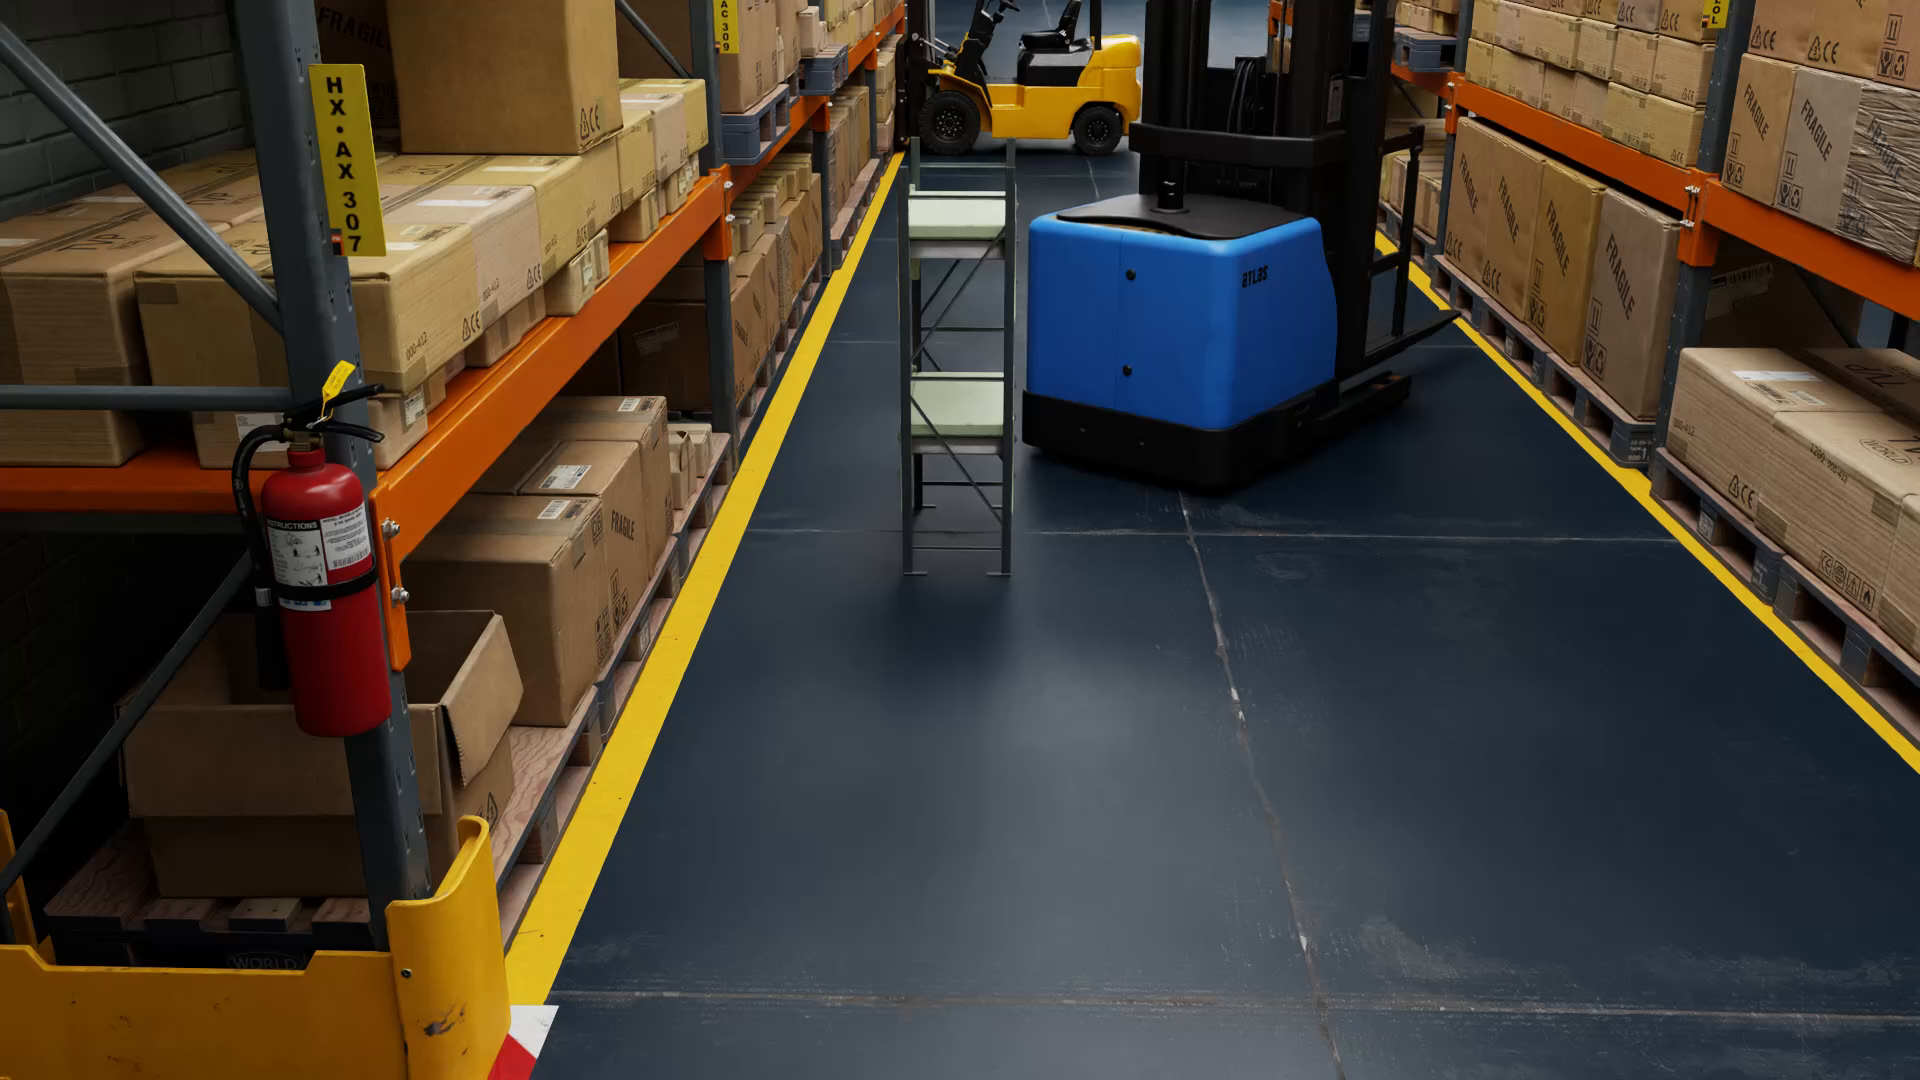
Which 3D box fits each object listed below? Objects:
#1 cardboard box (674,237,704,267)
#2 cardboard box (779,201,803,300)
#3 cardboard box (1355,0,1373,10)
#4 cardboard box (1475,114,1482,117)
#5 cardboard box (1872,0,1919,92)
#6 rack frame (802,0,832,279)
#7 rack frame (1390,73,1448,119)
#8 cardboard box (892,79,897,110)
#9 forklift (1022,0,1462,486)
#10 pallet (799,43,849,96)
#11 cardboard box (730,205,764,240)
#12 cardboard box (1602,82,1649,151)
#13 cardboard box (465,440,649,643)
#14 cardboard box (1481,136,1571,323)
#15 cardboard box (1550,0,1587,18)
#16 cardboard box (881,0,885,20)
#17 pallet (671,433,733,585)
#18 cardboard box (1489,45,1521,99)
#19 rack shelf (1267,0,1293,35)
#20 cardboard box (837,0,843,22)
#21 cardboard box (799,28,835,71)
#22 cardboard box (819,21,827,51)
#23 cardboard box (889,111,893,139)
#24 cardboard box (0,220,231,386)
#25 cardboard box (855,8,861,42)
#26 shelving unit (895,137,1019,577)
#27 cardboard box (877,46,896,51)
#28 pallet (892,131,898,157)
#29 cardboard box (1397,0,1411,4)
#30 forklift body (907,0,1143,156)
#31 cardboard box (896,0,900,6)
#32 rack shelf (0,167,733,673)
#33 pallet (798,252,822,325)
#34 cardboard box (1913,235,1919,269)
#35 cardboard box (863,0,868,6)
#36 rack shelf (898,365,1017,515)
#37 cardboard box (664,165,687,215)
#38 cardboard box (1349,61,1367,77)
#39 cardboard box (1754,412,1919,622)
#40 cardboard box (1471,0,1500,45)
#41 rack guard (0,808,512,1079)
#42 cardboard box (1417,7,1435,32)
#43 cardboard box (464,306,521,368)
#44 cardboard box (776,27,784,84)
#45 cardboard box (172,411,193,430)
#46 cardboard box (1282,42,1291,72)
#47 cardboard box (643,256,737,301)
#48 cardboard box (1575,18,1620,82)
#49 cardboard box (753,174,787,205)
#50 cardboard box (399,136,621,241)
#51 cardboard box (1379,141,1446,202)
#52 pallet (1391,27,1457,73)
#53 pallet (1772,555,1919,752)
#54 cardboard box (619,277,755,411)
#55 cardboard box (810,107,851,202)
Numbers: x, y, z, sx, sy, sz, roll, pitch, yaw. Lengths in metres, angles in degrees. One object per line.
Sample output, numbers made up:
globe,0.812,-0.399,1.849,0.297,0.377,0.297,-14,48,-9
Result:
cardboard box,-1.260,-1.297,7.292,0.380,0.149,0.250,0,21,1
cardboard box,-1.191,-1.649,9.508,0.500,0.500,0.500,2,21,4
cardboard box,3.380,-4.330,13.307,0.380,0.149,0.250,1,21,3
cardboard box,5.122,-3.746,15.488,0.500,0.500,0.500,18,27,38
cardboard box,3.180,-1.620,5.038,0.500,0.500,0.500,1,21,3
rack frame,-1.354,-3.144,10.486,1.000,3.000,0.127,1,21,2
rack frame,3.729,-4.537,14.076,1.000,3.000,0.127,1,21,2
cardboard box,-0.869,-4.273,15.924,0.500,0.250,0.500,0,21,1
forklift,1.576,-2.059,7.783,1.130,2.935,3.031,16,26,35
pallet,-1.305,-2.809,9.887,1.213,0.211,1.003,1,21,2
cardboard box,-1.222,-1.631,8.563,0.380,0.149,0.250,1,21,4
cardboard box,3.264,-1.924,7.548,0.500,0.250,0.500,0,21,1
cardboard box,-1.303,-0.001,5.260,0.500,0.500,0.500,1,21,3
cardboard box,3.472,-1.725,9.185,0.875,0.875,0.875,1,21,2
cardboard box,3.292,-2.880,8.283,0.500,0.500,0.500,1,21,2
cardboard box,-0.959,-4.983,15.087,0.500,0.500,0.500,1,21,3
pallet,-1.498,-0.150,6.623,1.003,0.211,1.213,1,21,2
cardboard box,3.343,-2.661,9.448,0.500,0.250,0.500,0,21,0
rack shelf,3.790,-4.925,16.070,1.077,0.370,4.000,1,21,2
cardboard box,-1.080,-3.646,11.296,0.500,0.250,0.500,1,21,3
cardboard box,-1.097,-3.232,10.920,0.500,0.250,0.500,1,21,2
cardboard box,-0.991,-2.981,9.833,0.380,0.149,0.250,1,21,3
cardboard box,-0.887,-3.860,15.550,0.500,0.250,0.500,0,21,0
cardboard box,-1.849,-0.490,3.441,0.500,0.250,0.500,1,21,3
cardboard box,-1.042,-3.975,12.833,0.500,0.250,0.500,1,21,2
shelving unit,0.000,-0.702,6.264,0.431,1.500,0.755,1,21,2
cardboard box,-0.851,-4.697,16.325,0.500,0.250,0.500,0,21,1
pallet,-1.132,-4.020,16.598,1.003,0.211,1.213,1,21,2
cardboard box,3.362,-4.009,11.585,0.500,0.500,0.500,-1,21,-2
forklift body,0.655,-4.936,16.276,2.313,2.155,1.214,1,21,2
cardboard box,-0.889,-5.715,16.974,0.500,0.500,0.500,1,21,3
rack shelf,-1.537,-0.640,5.025,1.077,0.370,4.000,1,21,2
pallet,-1.415,-1.575,10.296,1.003,0.211,1.213,1,21,2
cardboard box,3.153,-0.977,4.761,0.500,0.500,0.500,1,21,3
cardboard box,-1.000,-4.387,13.206,0.500,0.250,0.500,0,21,0
rack shelf,0.000,-0.398,6.382,0.431,0.370,0.720,1,21,2
cardboard box,-1.203,-1.274,6.014,0.380,0.149,0.250,1,21,3
cardboard box,3.479,-4.018,14.921,0.500,0.500,0.500,0,21,1
cardboard box,3.333,-0.097,5.593,0.875,0.438,0.875,0,21,0
cardboard box,3.345,-3.074,9.820,0.500,0.250,0.500,0,21,1
rack guard,-1.595,0.886,3.554,1.175,0.500,0.348,1,21,2
cardboard box,3.281,-3.480,11.118,0.380,0.149,0.250,0,21,1
cardboard box,-1.310,-0.529,4.093,0.380,0.149,0.250,1,21,3
cardboard box,-1.050,-2.329,7.991,0.396,0.266,0.258,2,21,4
cardboard box,-1.787,-0.349,3.628,0.380,0.149,0.250,1,21,3
cardboard box,3.538,-4.761,16.836,0.500,0.500,0.500,0,21,0
cardboard box,-1.199,-1.158,7.344,0.380,0.149,0.250,2,21,4
cardboard box,3.273,-2.338,7.925,0.500,0.250,0.500,1,21,3
cardboard box,-1.199,-2.007,9.534,0.380,0.149,0.250,1,21,3
cardboard box,-1.293,-1.032,4.839,0.500,0.250,0.500,0,21,0
cardboard box,3.678,-2.807,12.669,0.950,0.372,0.625,1,21,3
pallet,3.522,-3.261,11.051,1.213,0.211,1.003,1,21,2
pallet,3.350,0.371,5.280,1.003,0.211,1.213,1,21,2
cardboard box,-1.236,-0.901,7.579,0.500,0.500,0.500,2,21,4
cardboard box,-1.289,-2.938,12.657,0.875,0.625,0.625,0,21,-1
